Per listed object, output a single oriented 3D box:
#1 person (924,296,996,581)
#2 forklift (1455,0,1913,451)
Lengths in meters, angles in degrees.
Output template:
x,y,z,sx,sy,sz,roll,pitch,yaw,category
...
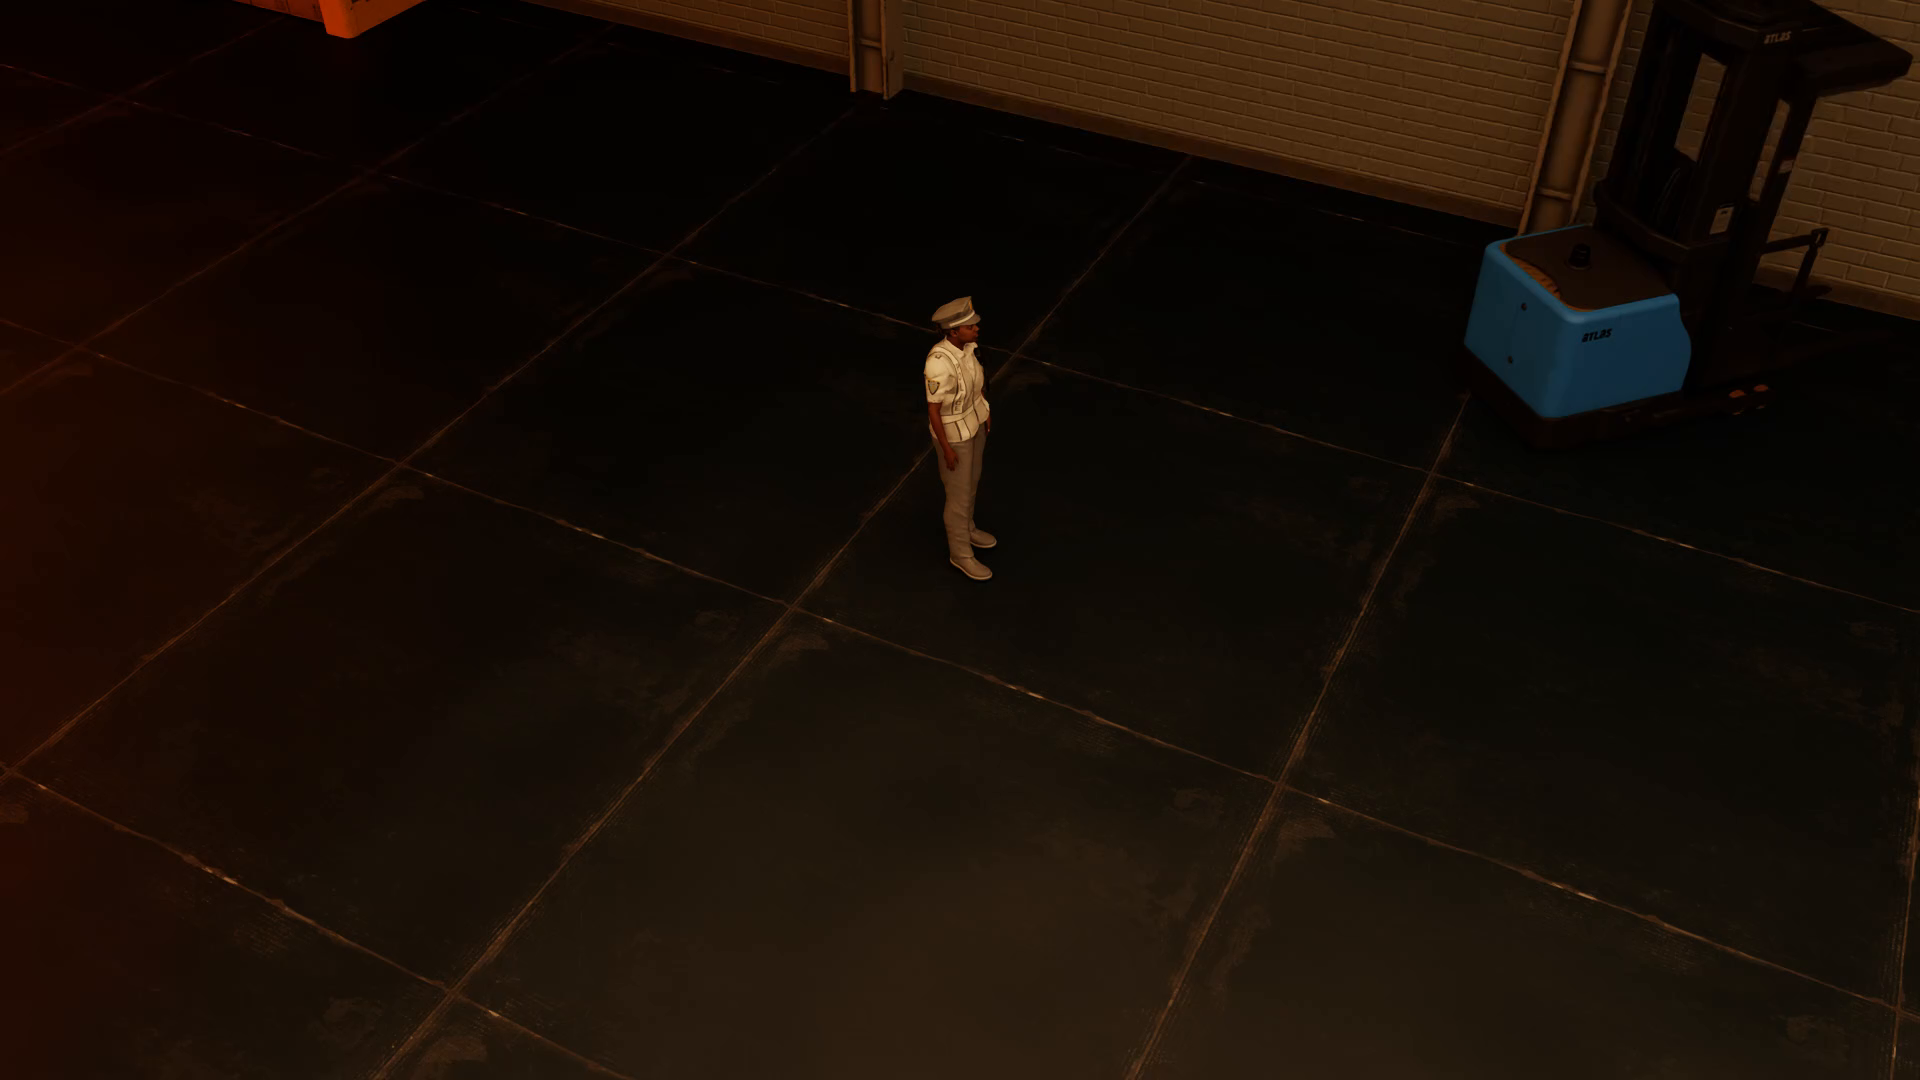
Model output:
x,y,z,sx,sy,sz,roll,pitch,yaw,category
0.058,-0.620,9.671,0.528,1.695,0.569,18,43,21,person
5.006,-2.279,10.693,3.031,2.935,1.130,-13,42,-15,forklift
